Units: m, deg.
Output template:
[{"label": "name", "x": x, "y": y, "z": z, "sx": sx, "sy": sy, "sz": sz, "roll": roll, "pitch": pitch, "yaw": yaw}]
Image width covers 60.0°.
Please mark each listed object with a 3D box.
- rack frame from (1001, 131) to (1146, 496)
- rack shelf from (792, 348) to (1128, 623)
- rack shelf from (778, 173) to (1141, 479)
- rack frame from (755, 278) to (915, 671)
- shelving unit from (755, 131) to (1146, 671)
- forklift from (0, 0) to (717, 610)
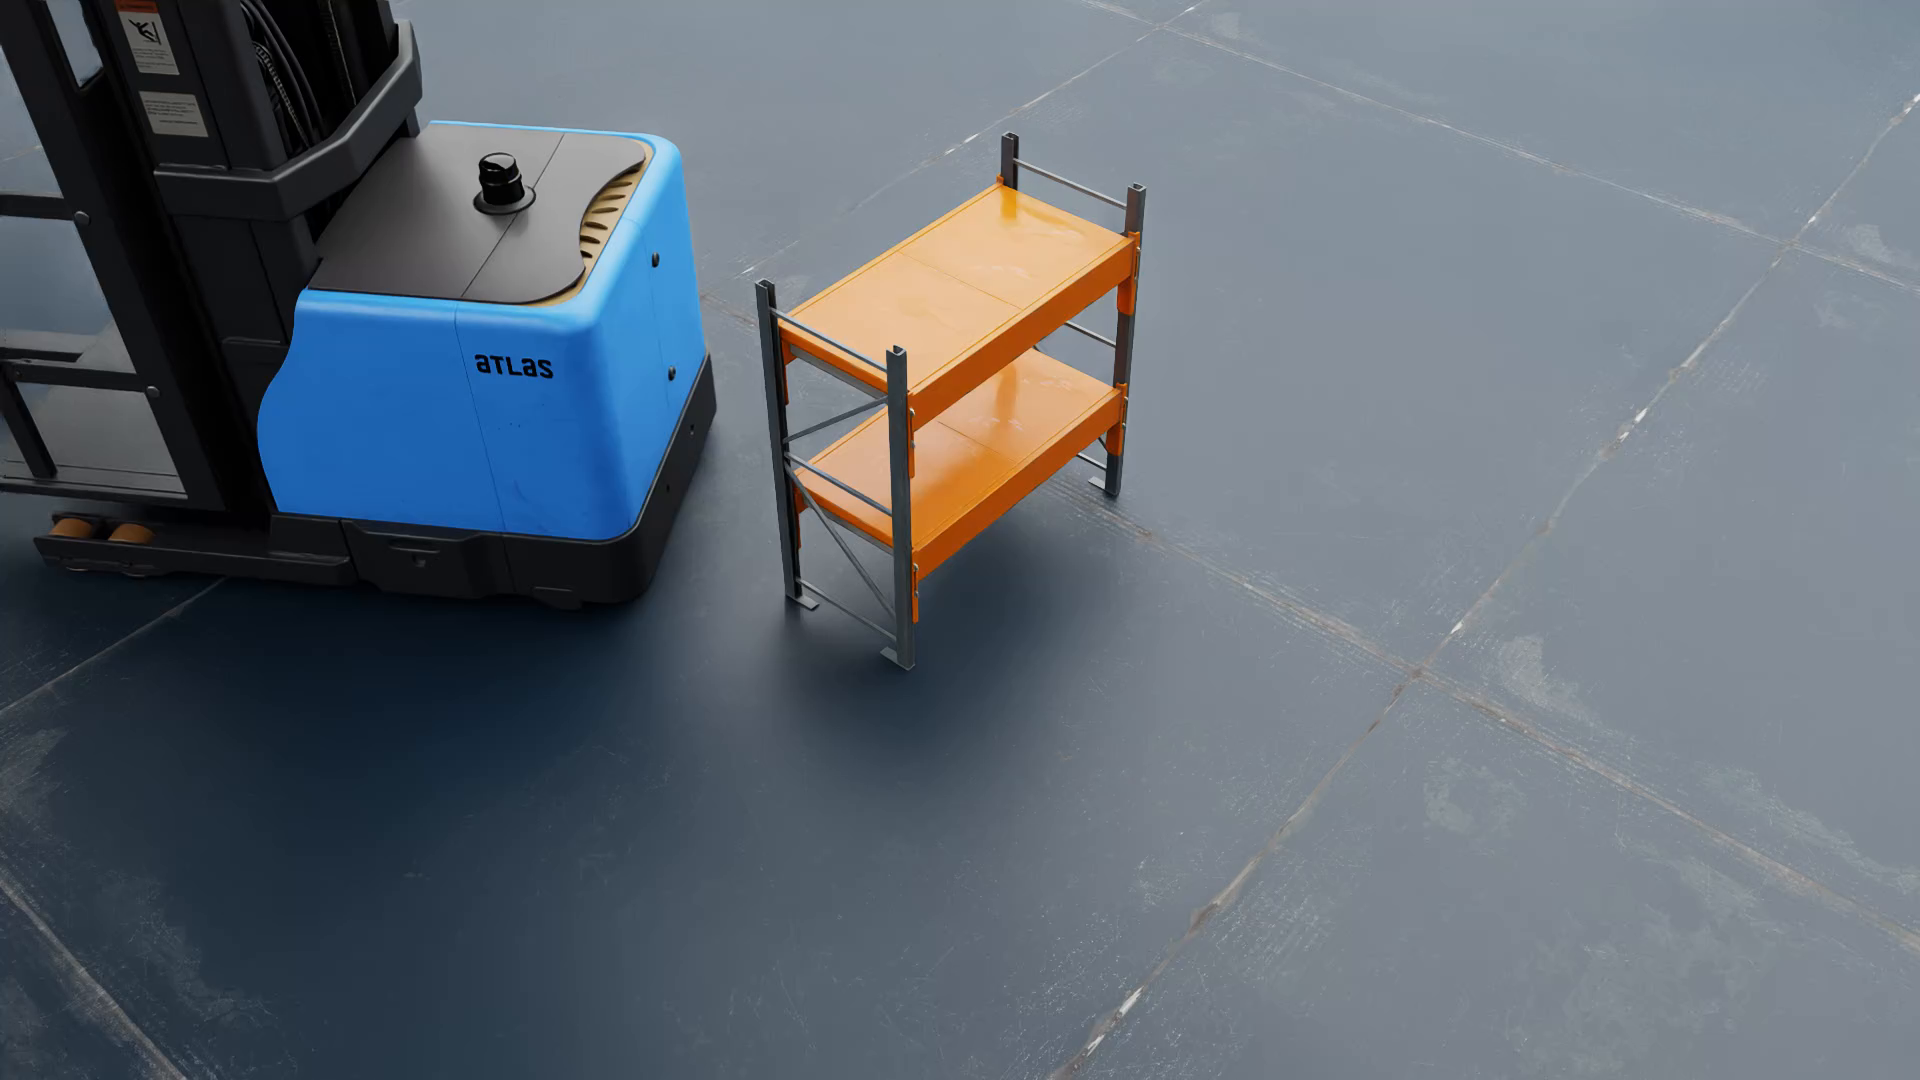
[{"label": "rack frame", "x": 0.323, "y": -0.674, "z": 5.156, "sx": 0.500, "sy": 1.125, "sz": 0.032, "roll": 29, "pitch": 50, "yaw": 28}, {"label": "rack shelf", "x": -0.004, "y": -0.232, "z": 5.032, "sx": 0.538, "sy": 0.278, "sz": 1.000, "roll": 29, "pitch": 50, "yaw": 28}, {"label": "rack shelf", "x": -0.004, "y": -0.629, "z": 4.671, "sx": 0.538, "sy": 0.278, "sz": 1.000, "roll": 29, "pitch": 50, "yaw": 28}, {"label": "rack frame", "x": -0.331, "y": -0.151, "z": 4.580, "sx": 0.500, "sy": 1.125, "sz": 0.032, "roll": 29, "pitch": 50, "yaw": 28}, {"label": "shelving unit", "x": -0.004, "y": -0.413, "z": 4.868, "sx": 0.538, "sy": 1.125, "sz": 1.048, "roll": 29, "pitch": 50, "yaw": 28}, {"label": "forklift", "x": -2.380, "y": -1.317, "z": 4.520, "sx": 3.031, "sy": 2.935, "sz": 1.130, "roll": 5, "pitch": 43, "yaw": 6}]
